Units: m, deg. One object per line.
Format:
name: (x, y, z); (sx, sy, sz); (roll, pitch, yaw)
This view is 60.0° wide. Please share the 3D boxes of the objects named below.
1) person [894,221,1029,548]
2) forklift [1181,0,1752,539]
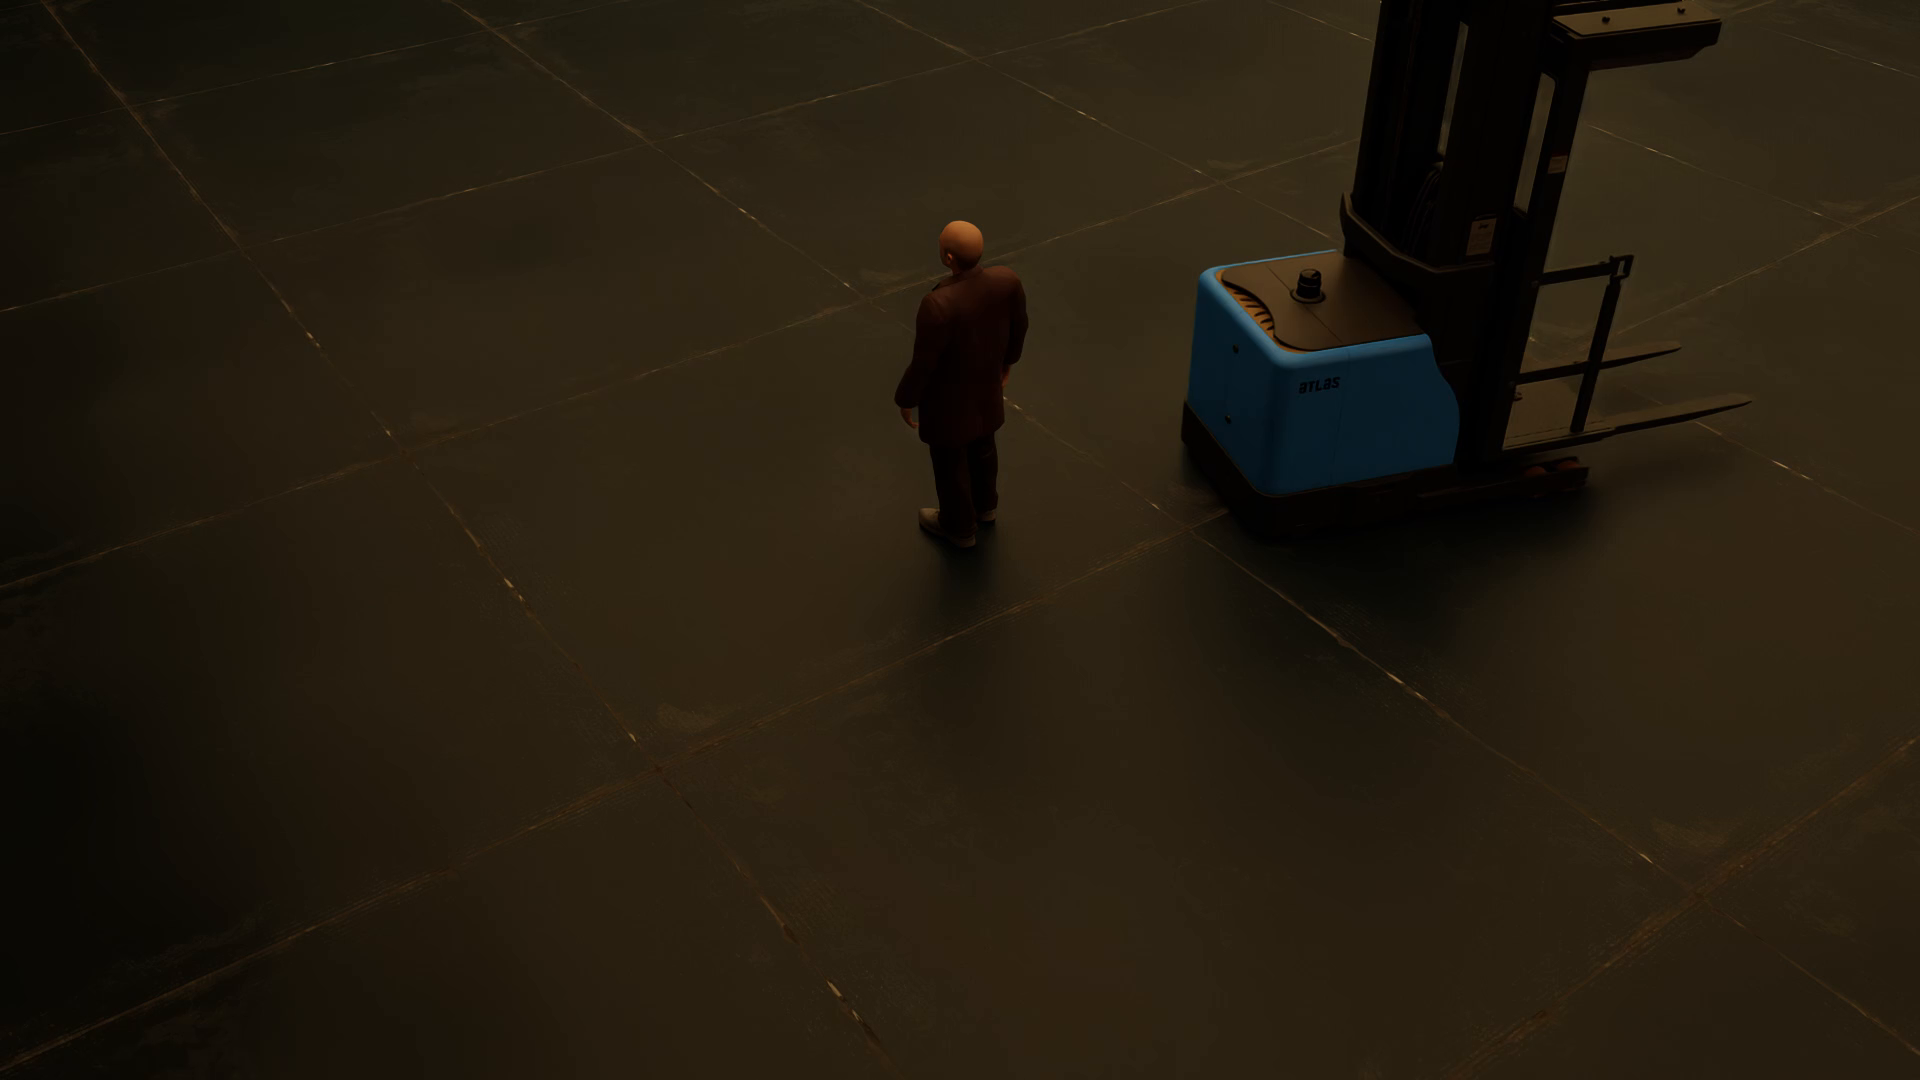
person: (-0.050, -0.767, 7.939); (0.698, 1.778, 0.579); (-23, 42, -28)
forklift: (2.776, -1.686, 8.225); (3.031, 2.935, 1.130); (-10, 38, -14)
